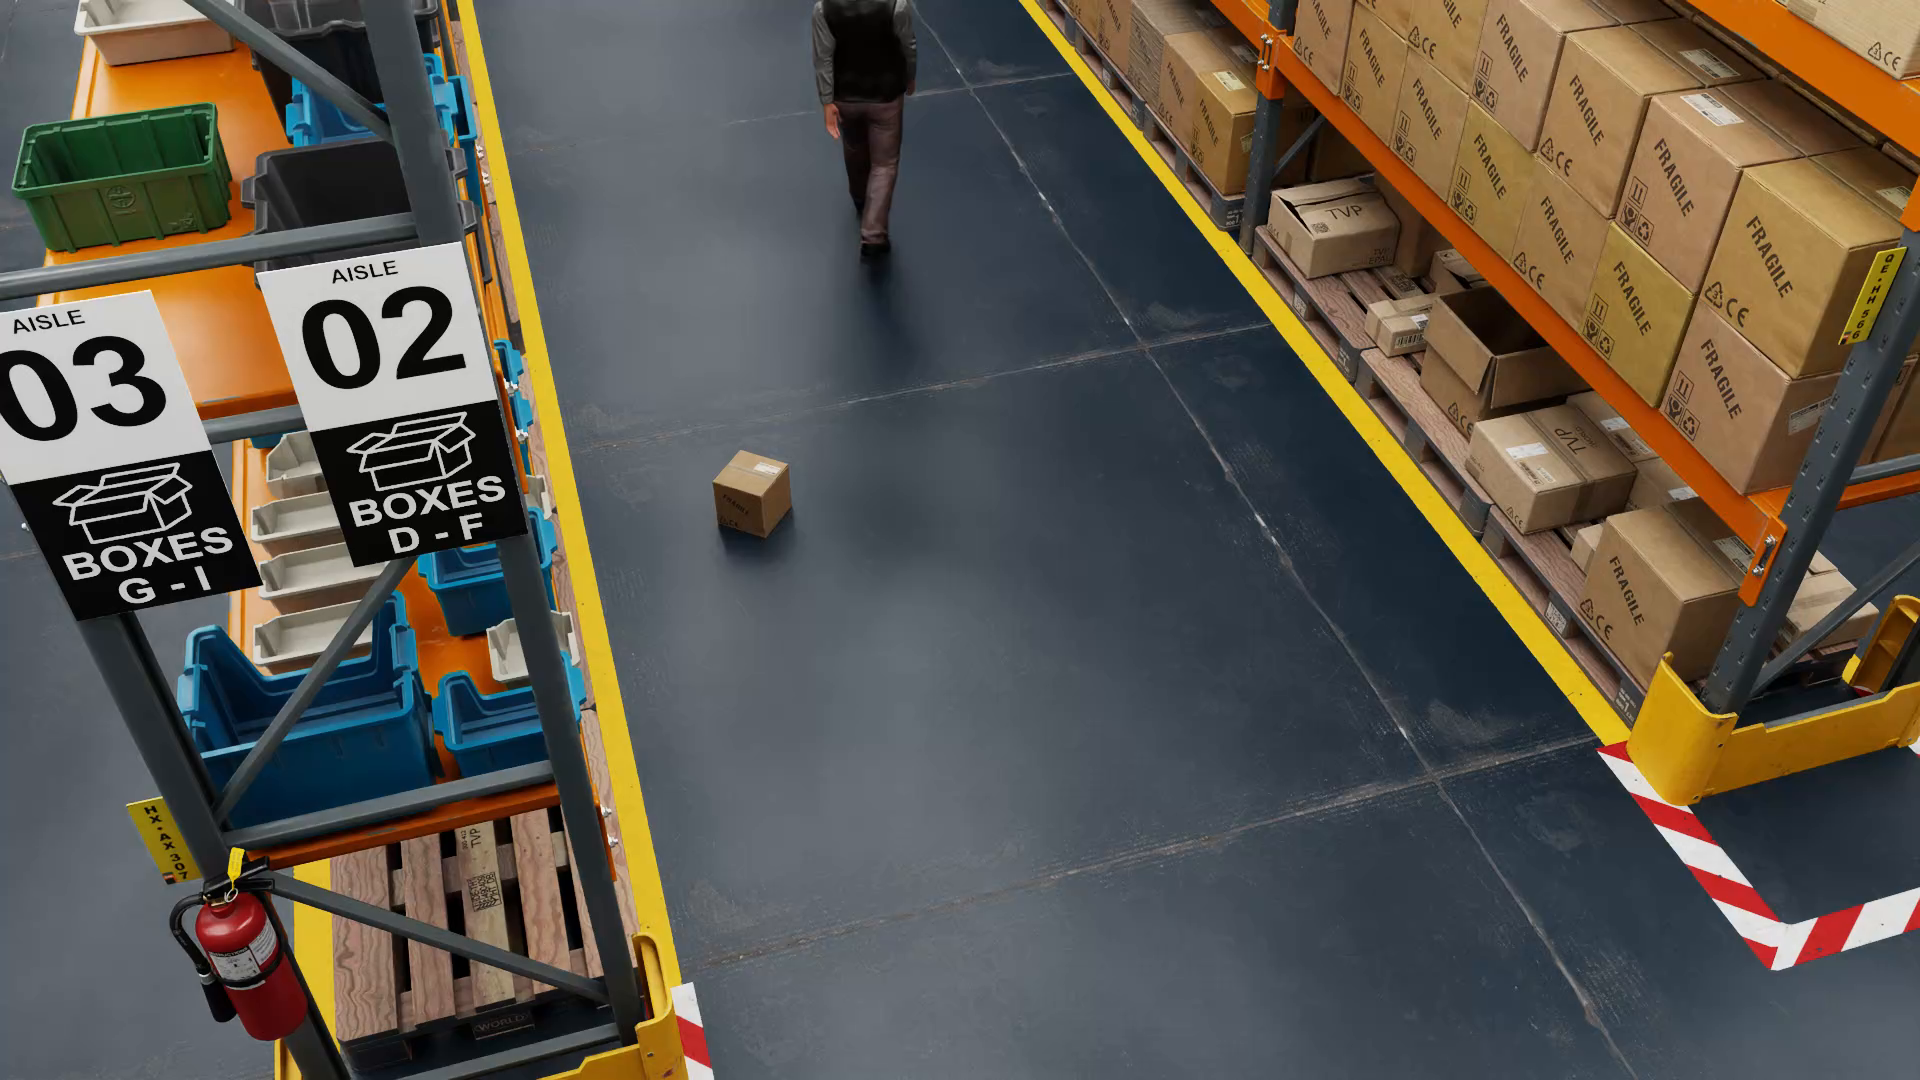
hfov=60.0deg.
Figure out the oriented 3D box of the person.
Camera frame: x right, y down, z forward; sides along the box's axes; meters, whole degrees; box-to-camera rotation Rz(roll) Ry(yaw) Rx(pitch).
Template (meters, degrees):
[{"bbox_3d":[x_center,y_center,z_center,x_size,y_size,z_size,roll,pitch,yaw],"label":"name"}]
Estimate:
[{"bbox_3d":[-0.491,-2.366,8.820,0.528,1.677,1.006,5,42,5],"label":"person"}]
